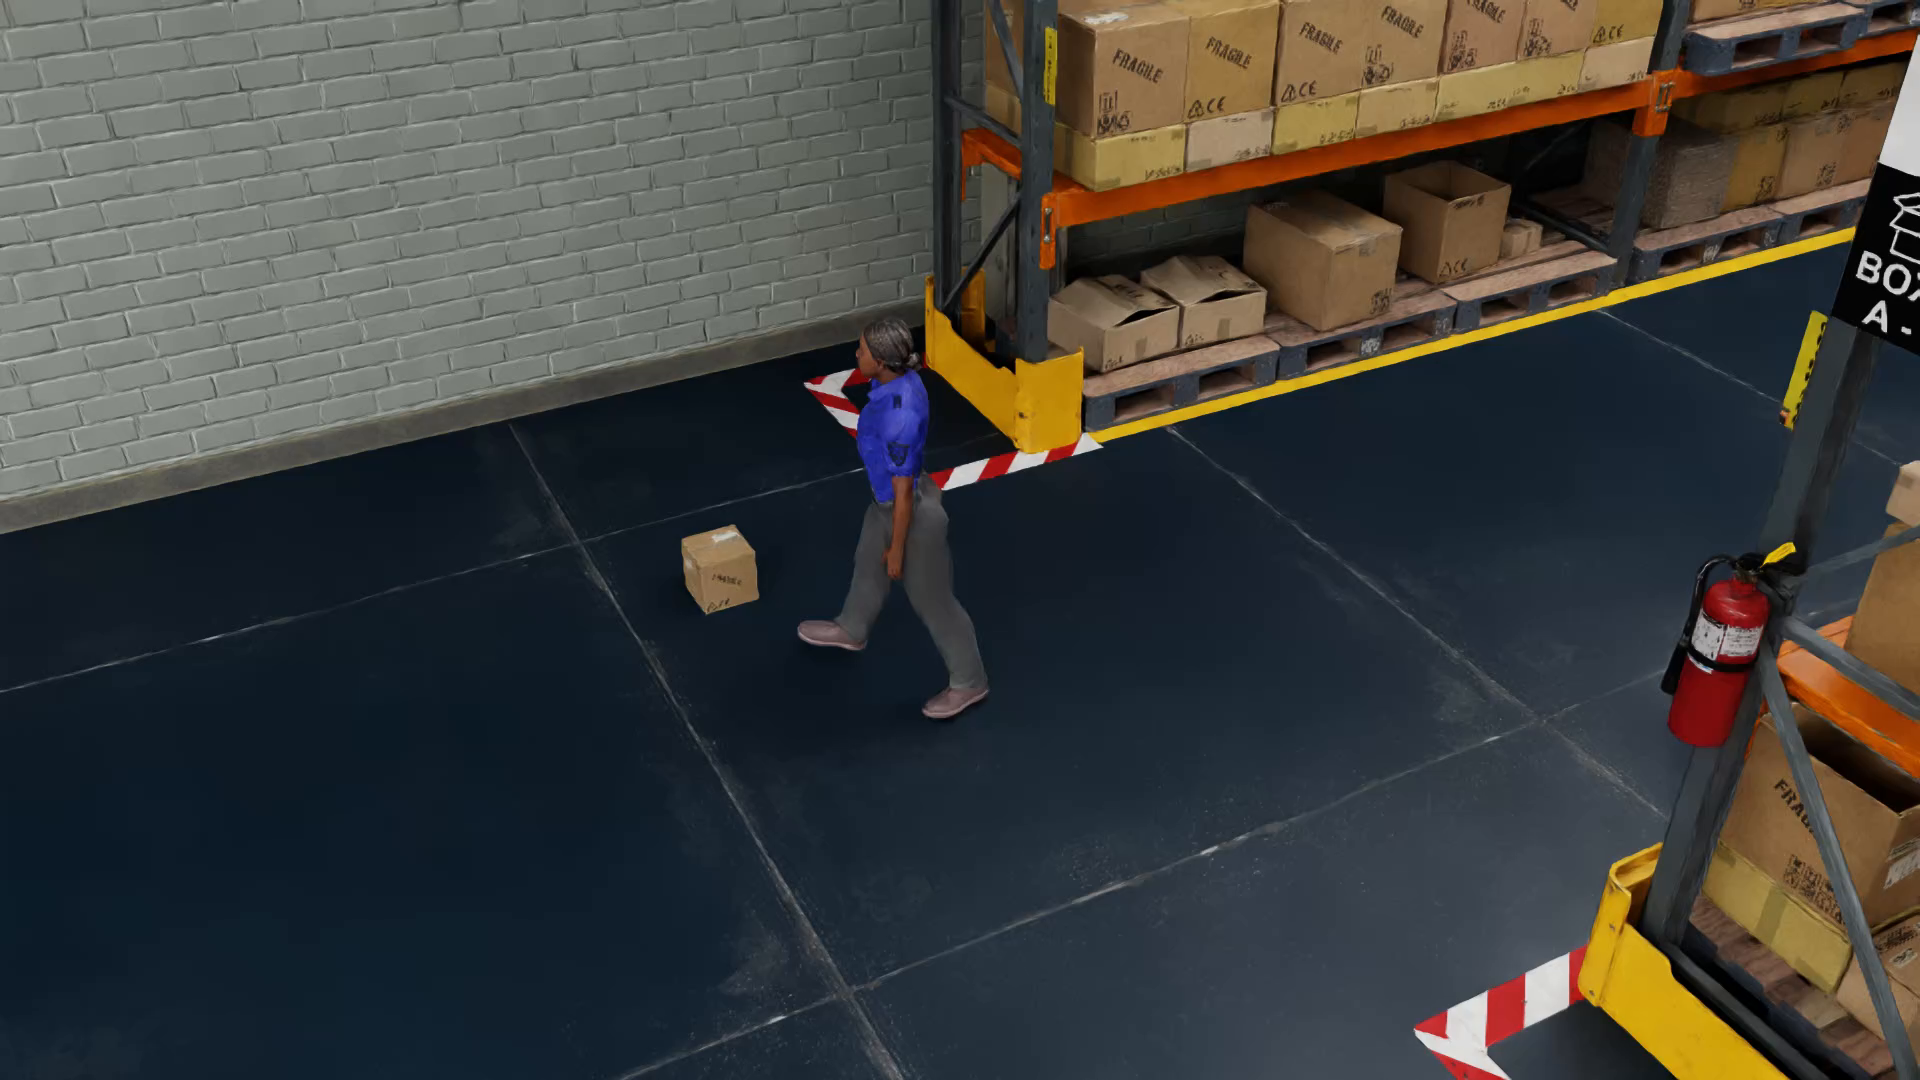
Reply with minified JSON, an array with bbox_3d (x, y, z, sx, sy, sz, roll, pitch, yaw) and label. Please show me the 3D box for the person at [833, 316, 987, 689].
[{"bbox_3d":[-0.203,-0.149,6.283,0.609,1.555,0.540,-2,33,-3],"label":"person"}]
